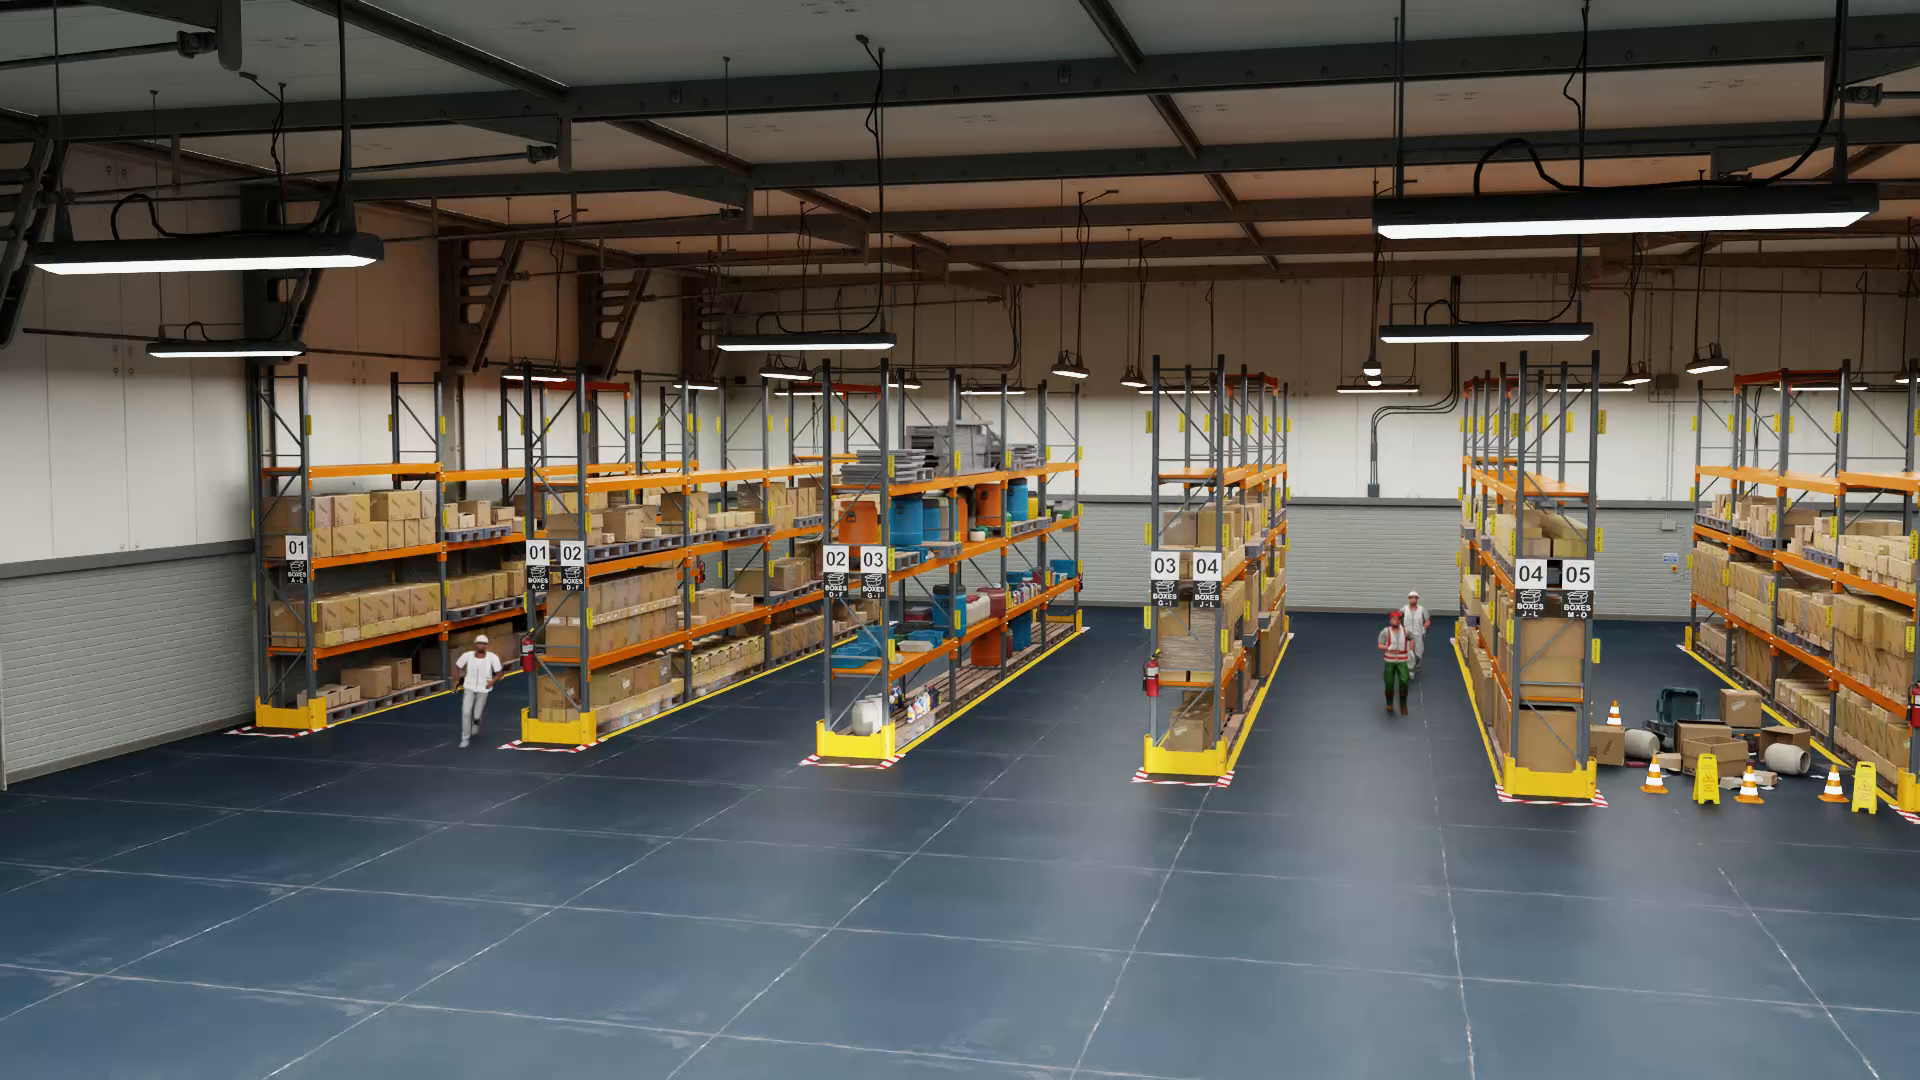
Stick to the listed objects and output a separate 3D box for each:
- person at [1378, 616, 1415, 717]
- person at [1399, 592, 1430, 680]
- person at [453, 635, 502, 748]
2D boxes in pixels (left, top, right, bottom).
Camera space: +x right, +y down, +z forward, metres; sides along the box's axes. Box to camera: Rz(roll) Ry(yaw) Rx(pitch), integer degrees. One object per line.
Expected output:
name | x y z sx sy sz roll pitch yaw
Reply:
person | 7.525 2.198 28.683 0.643 1.696 0.735 1 4 8
person | 8.896 1.880 32.692 0.655 1.738 0.623 1 4 16
person | -7.586 2.349 26.160 0.743 1.730 0.808 -1 4 -12
